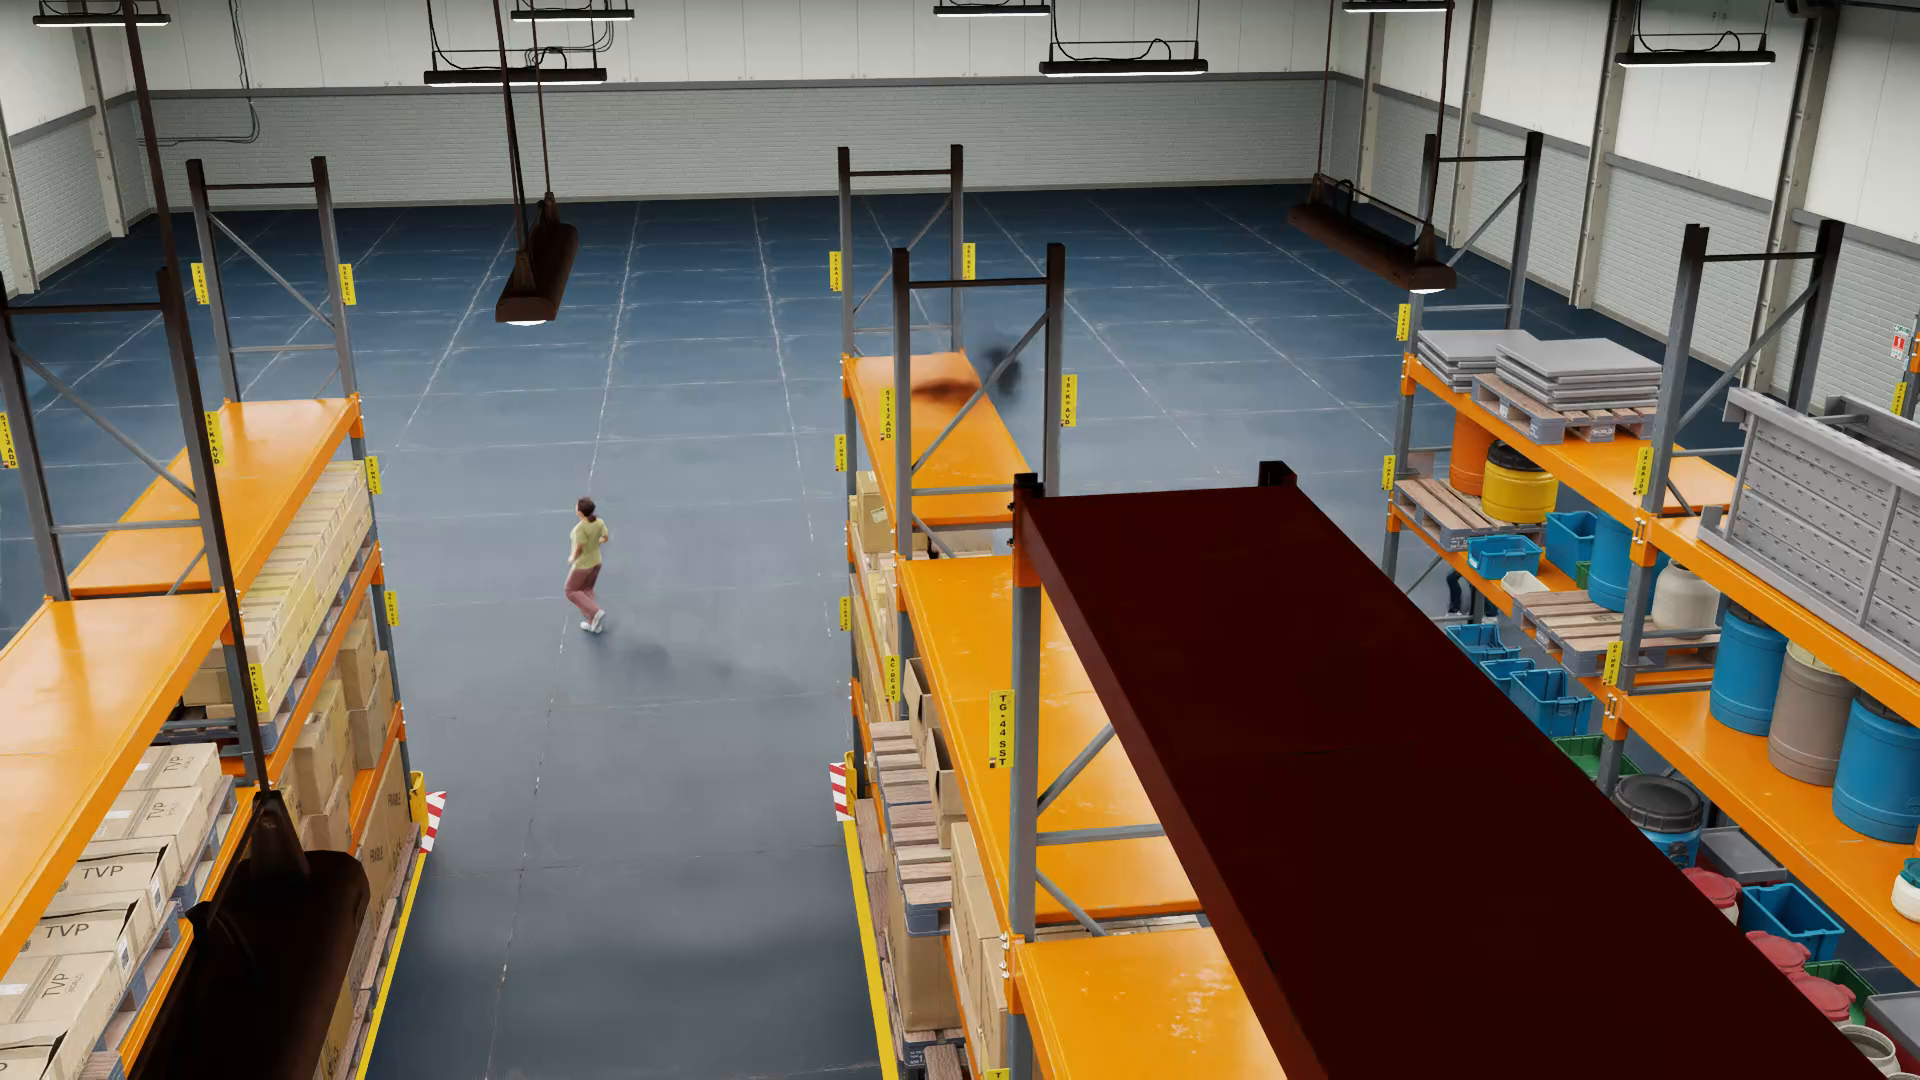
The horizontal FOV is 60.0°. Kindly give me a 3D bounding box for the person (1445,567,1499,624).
[{"bbox_3d":[5.808,0.257,18.858,0.716,1.649,0.508,7,23,18],"label":"person"}]

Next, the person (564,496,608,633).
[{"bbox_3d":[-4.204,0.278,18.733,0.557,1.617,0.576,13,25,29],"label":"person"}]
